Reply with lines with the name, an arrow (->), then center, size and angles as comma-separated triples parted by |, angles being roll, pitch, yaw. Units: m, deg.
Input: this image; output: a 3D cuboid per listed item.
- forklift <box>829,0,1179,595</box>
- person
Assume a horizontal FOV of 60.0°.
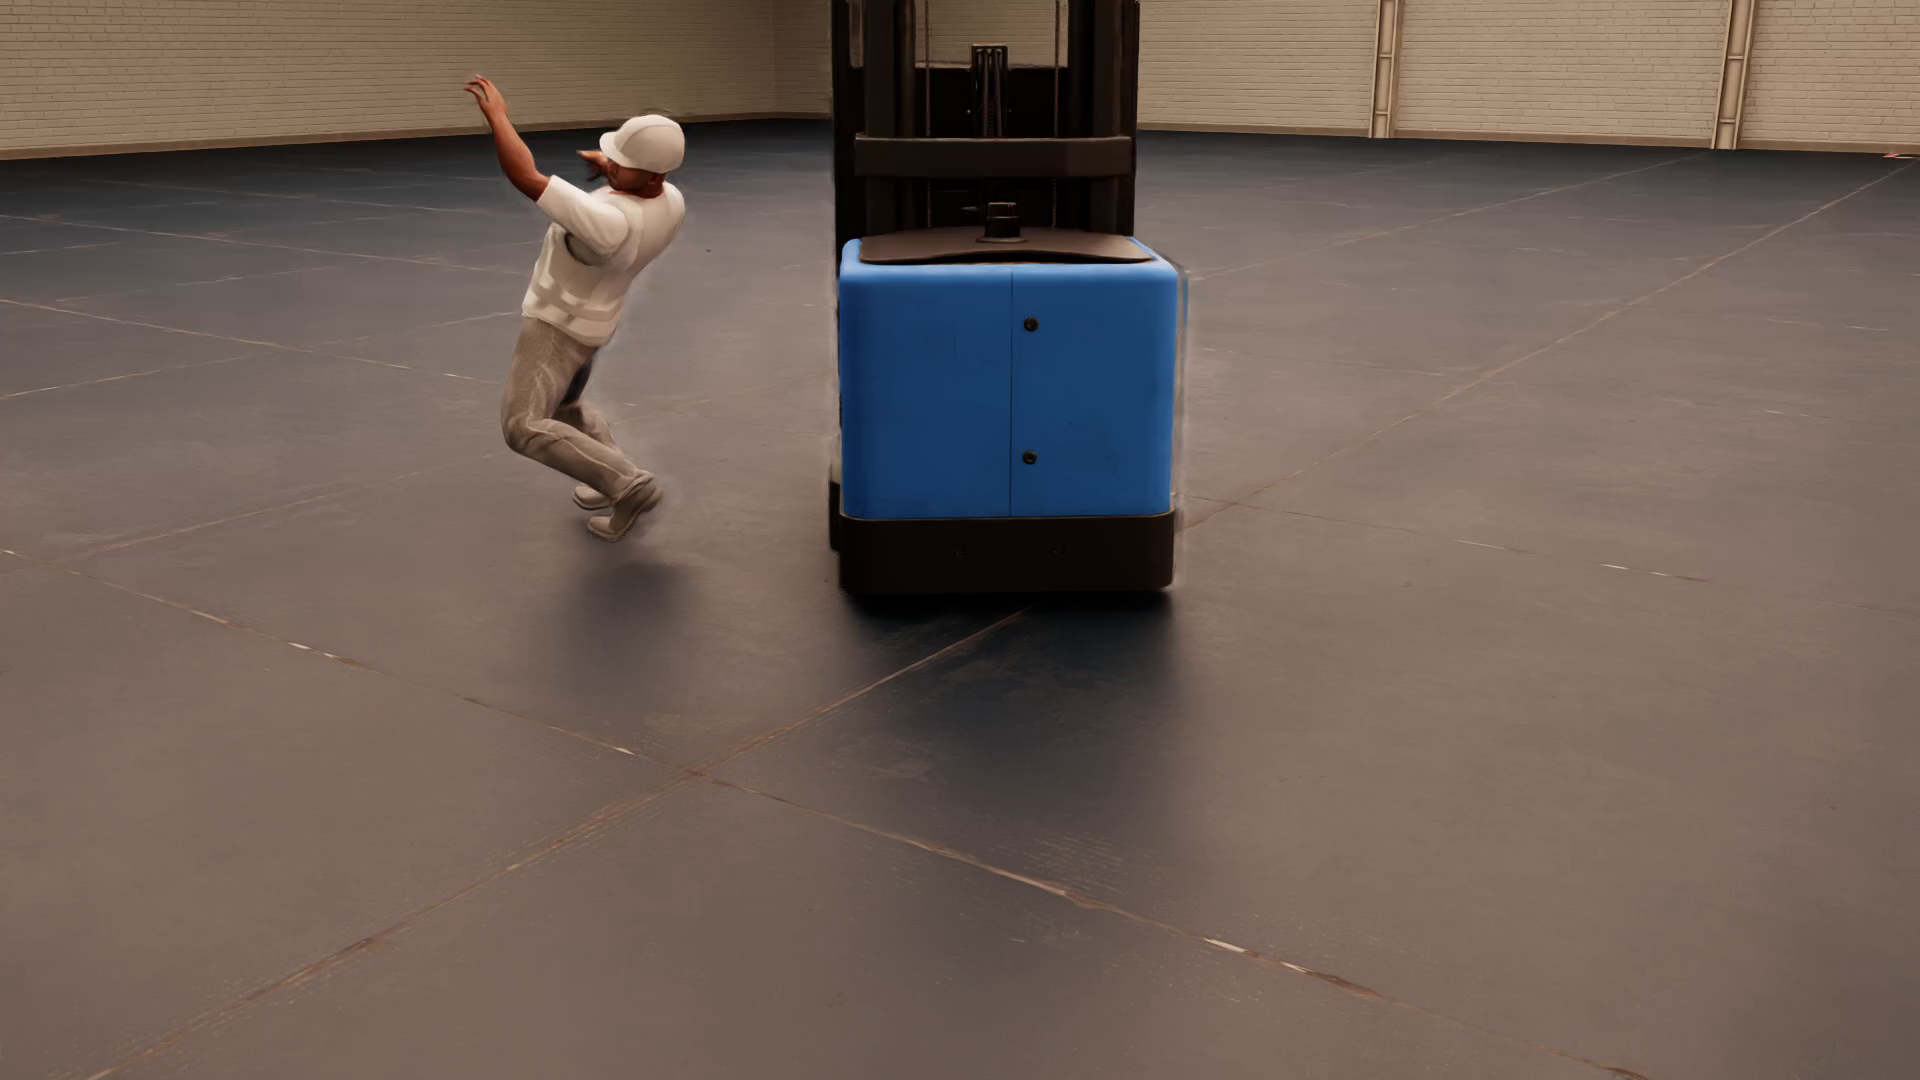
forklift -> 0.076, -1.605, 6.200 | 1.130, 2.935, 3.031 | -1, 17, -3
person -> -1.265, -0.869, 6.002 | 0.707, 1.575, 1.094 | 0, 17, 1
